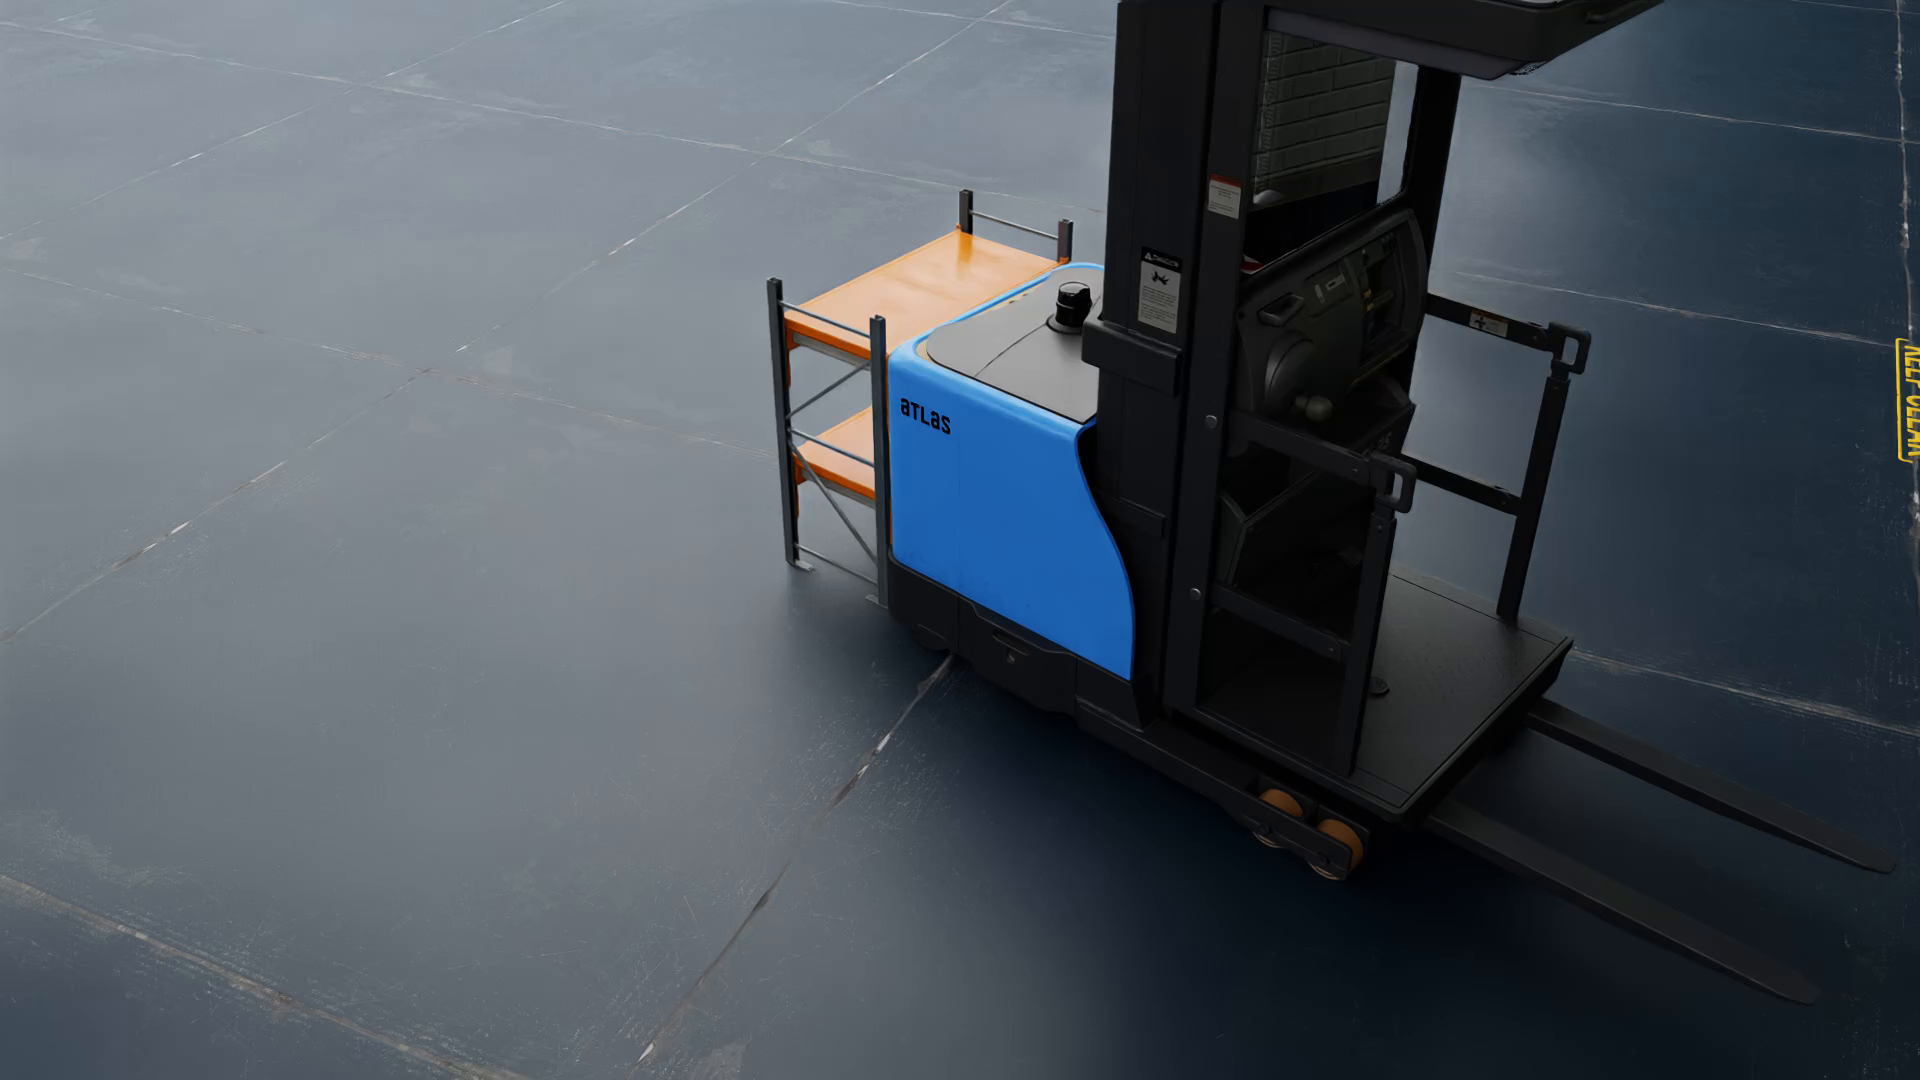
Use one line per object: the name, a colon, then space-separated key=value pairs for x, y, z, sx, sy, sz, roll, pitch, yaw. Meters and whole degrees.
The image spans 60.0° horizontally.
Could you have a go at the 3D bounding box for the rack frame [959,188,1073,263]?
rack frame: x=0.200 y=-0.748 z=6.366 sx=0.500 sy=1.125 sz=0.032 roll=24 pitch=40 yaw=32

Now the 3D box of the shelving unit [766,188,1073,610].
shelving unit: x=-0.120 y=-0.532 z=6.035 sx=0.538 sy=1.125 sz=1.048 roll=24 pitch=40 yaw=32

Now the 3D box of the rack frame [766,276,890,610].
rack frame: x=-0.440 y=-0.315 z=5.705 sx=0.500 sy=1.125 sz=0.032 roll=24 pitch=40 yaw=32

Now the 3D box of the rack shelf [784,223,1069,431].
rack shelf: x=-0.120 y=-0.777 z=5.875 sx=0.538 sy=0.278 sz=1.000 roll=24 pitch=40 yaw=32

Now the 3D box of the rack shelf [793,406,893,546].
rack shelf: x=-0.120 y=-0.327 z=6.169 sx=0.538 sy=0.278 sz=1.000 roll=24 pitch=40 yaw=32

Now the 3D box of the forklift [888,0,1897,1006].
forklift: x=1.192 y=-0.582 z=4.464 sx=3.031 sy=2.935 sz=1.130 roll=26 pitch=41 yaw=34
